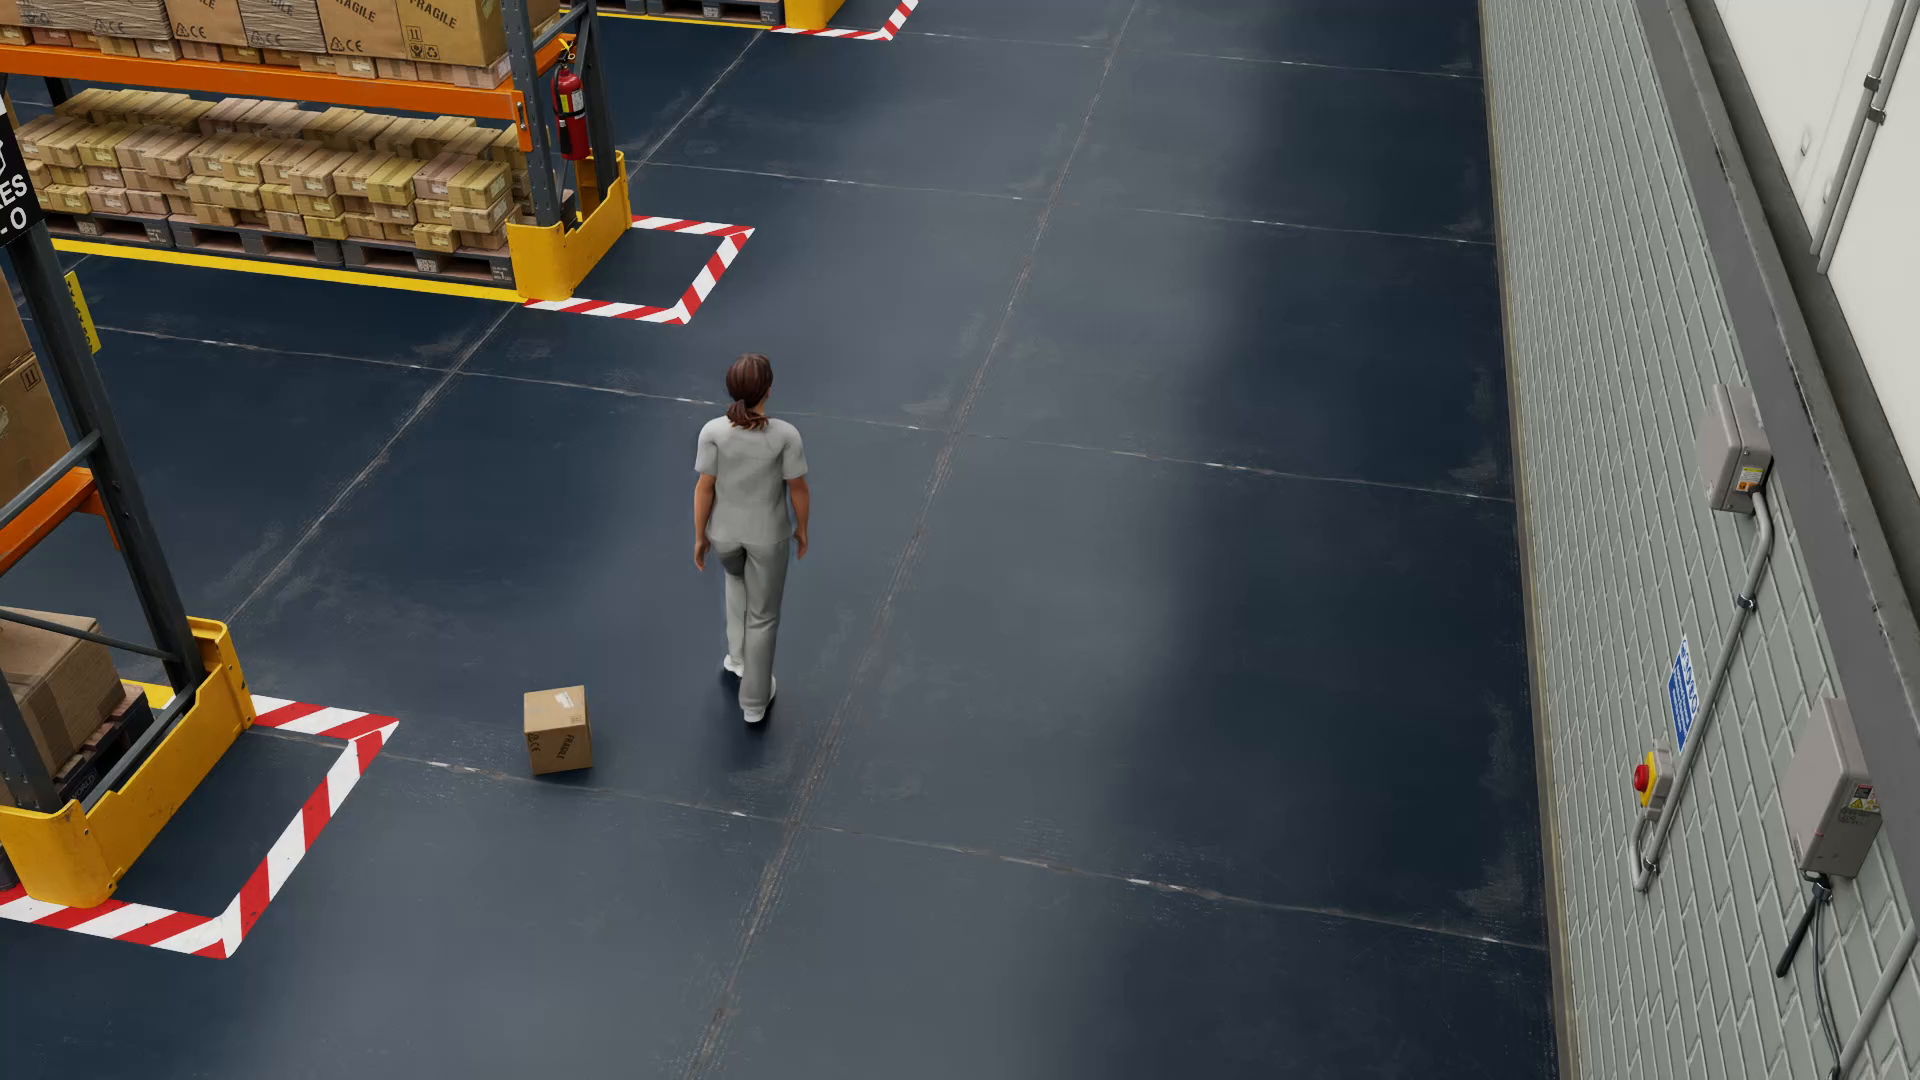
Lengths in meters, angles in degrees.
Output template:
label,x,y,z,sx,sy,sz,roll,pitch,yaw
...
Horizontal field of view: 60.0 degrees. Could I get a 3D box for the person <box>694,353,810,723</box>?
label,x,y,z,sx,sy,sz,roll,pitch,yaw
person,-0.859,0.002,6.958,0.473,1.674,0.533,4,37,5
